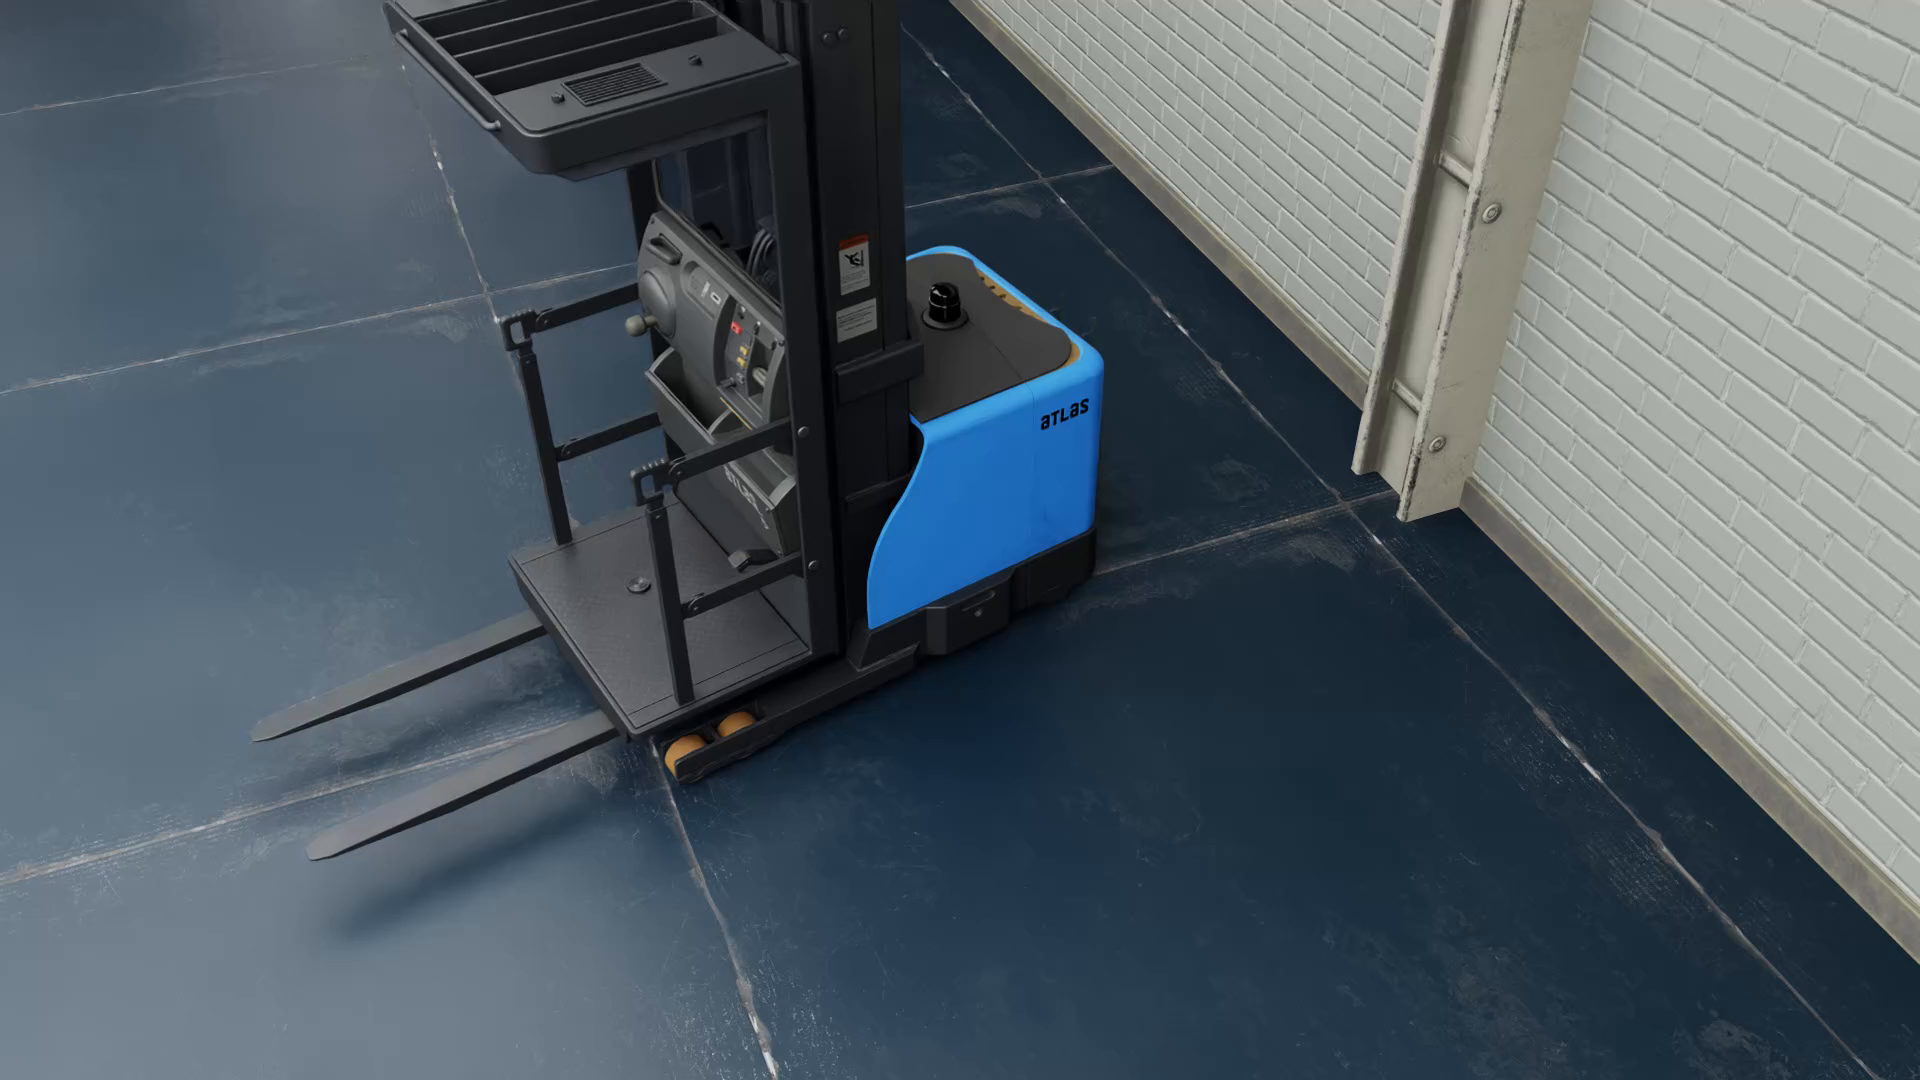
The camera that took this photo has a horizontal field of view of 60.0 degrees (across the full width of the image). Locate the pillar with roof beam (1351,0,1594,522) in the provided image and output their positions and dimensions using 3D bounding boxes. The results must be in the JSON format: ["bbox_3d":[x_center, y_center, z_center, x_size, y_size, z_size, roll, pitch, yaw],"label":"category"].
[{"bbox_3d":[-2.090,-2.567,2.833,9.100,9.000,0.400,-15,43,-17],"label":"pillar with roof beam"}]

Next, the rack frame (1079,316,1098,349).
[{"bbox_3d":[0.428,-0.472,6.609,0.240,0.900,0.006,-25,47,-26],"label":"rack frame"}]

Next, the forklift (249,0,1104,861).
[{"bbox_3d":[-0.979,-0.666,5.276,3.031,2.935,1.130,-24,46,-25],"label":"forklift"}]

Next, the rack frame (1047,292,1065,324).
[{"bbox_3d":[0.310,-0.580,6.735,0.240,0.900,0.006,-25,47,-26],"label":"rack frame"}]

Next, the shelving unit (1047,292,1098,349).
[{"bbox_3d":[0.369,-0.526,6.672,0.258,0.900,0.210,-25,47,-26],"label":"shelving unit"}]
